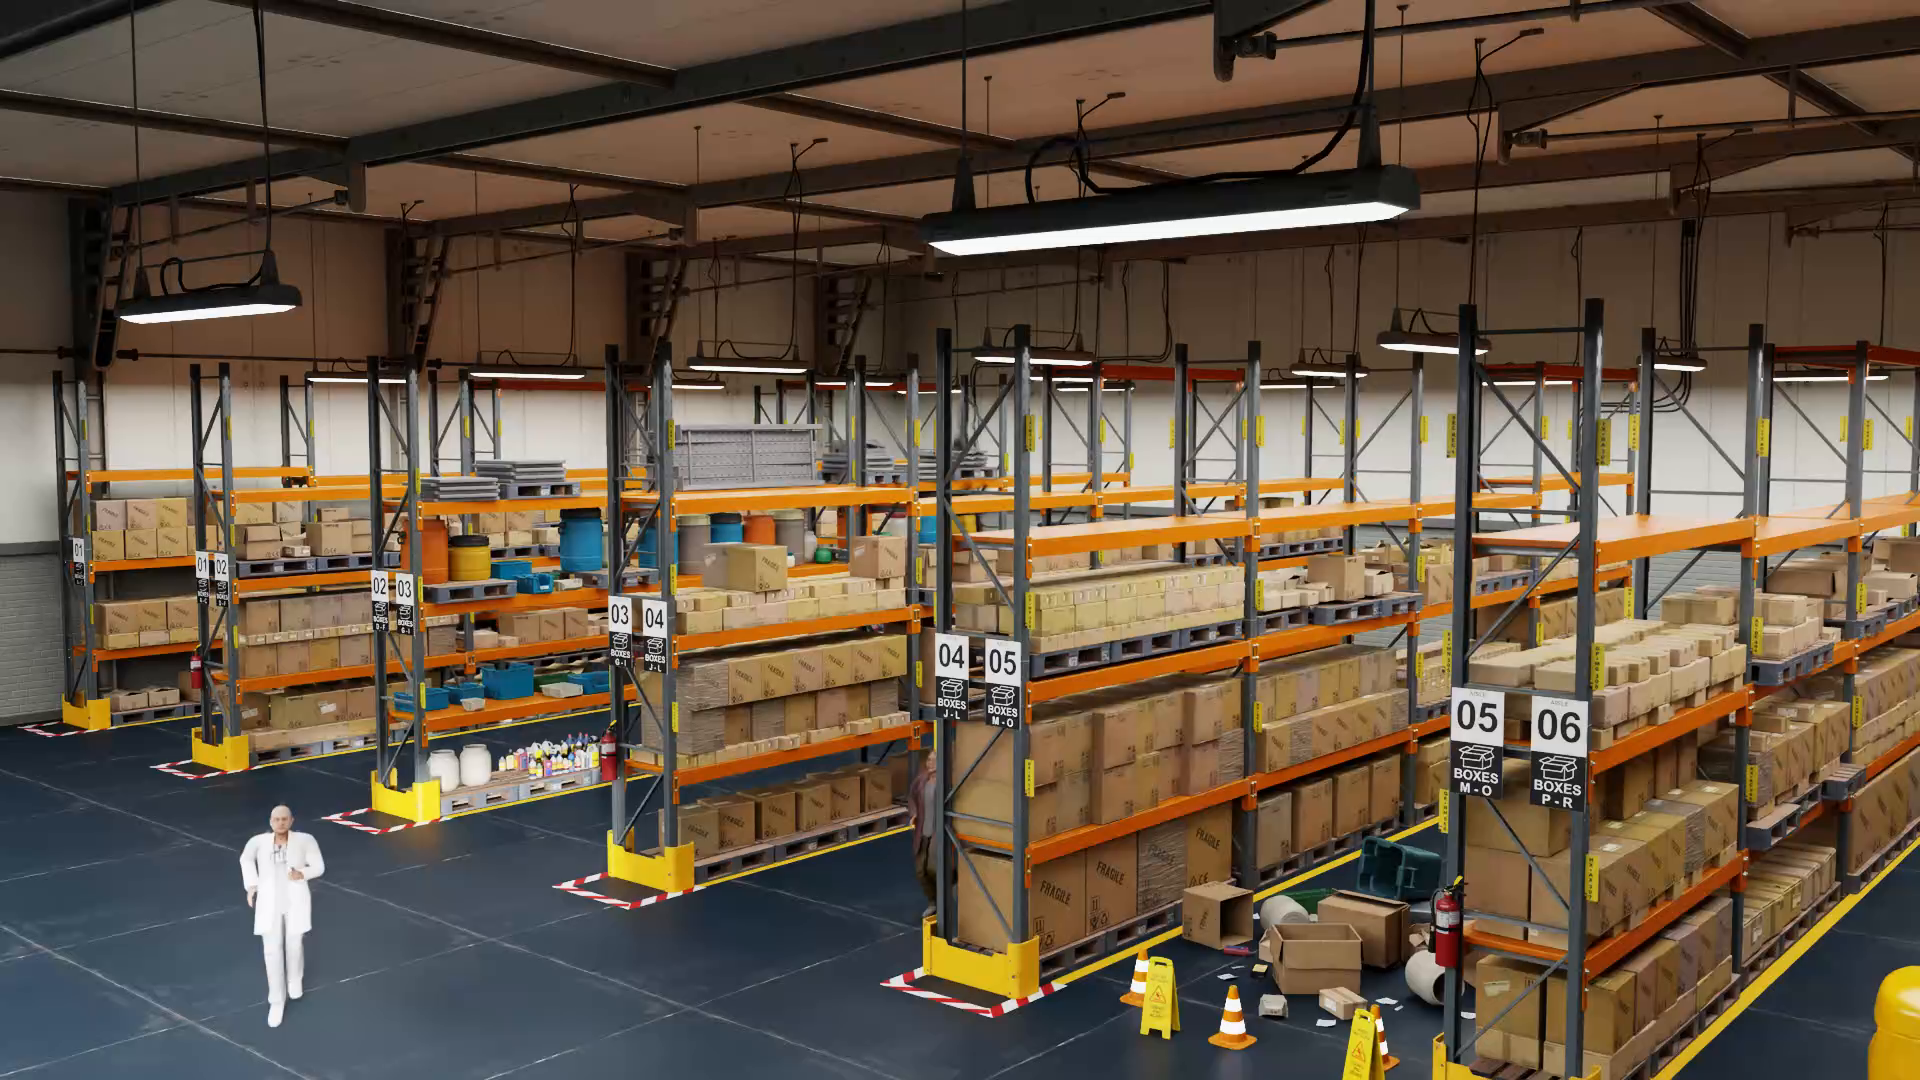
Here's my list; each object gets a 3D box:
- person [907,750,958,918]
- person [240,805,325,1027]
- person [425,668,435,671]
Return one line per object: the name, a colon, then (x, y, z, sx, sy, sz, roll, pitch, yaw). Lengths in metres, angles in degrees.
person: (-0.262, 3.053, 17.380, 0.705, 1.735, 0.637, 2, 5, 28)
person: (-5.924, 3.220, 14.542, 0.682, 1.822, 0.876, -1, 4, -20)
person: (-9.516, 2.221, 29.749, 0.592, 1.598, 0.580, 3, 5, 34)
